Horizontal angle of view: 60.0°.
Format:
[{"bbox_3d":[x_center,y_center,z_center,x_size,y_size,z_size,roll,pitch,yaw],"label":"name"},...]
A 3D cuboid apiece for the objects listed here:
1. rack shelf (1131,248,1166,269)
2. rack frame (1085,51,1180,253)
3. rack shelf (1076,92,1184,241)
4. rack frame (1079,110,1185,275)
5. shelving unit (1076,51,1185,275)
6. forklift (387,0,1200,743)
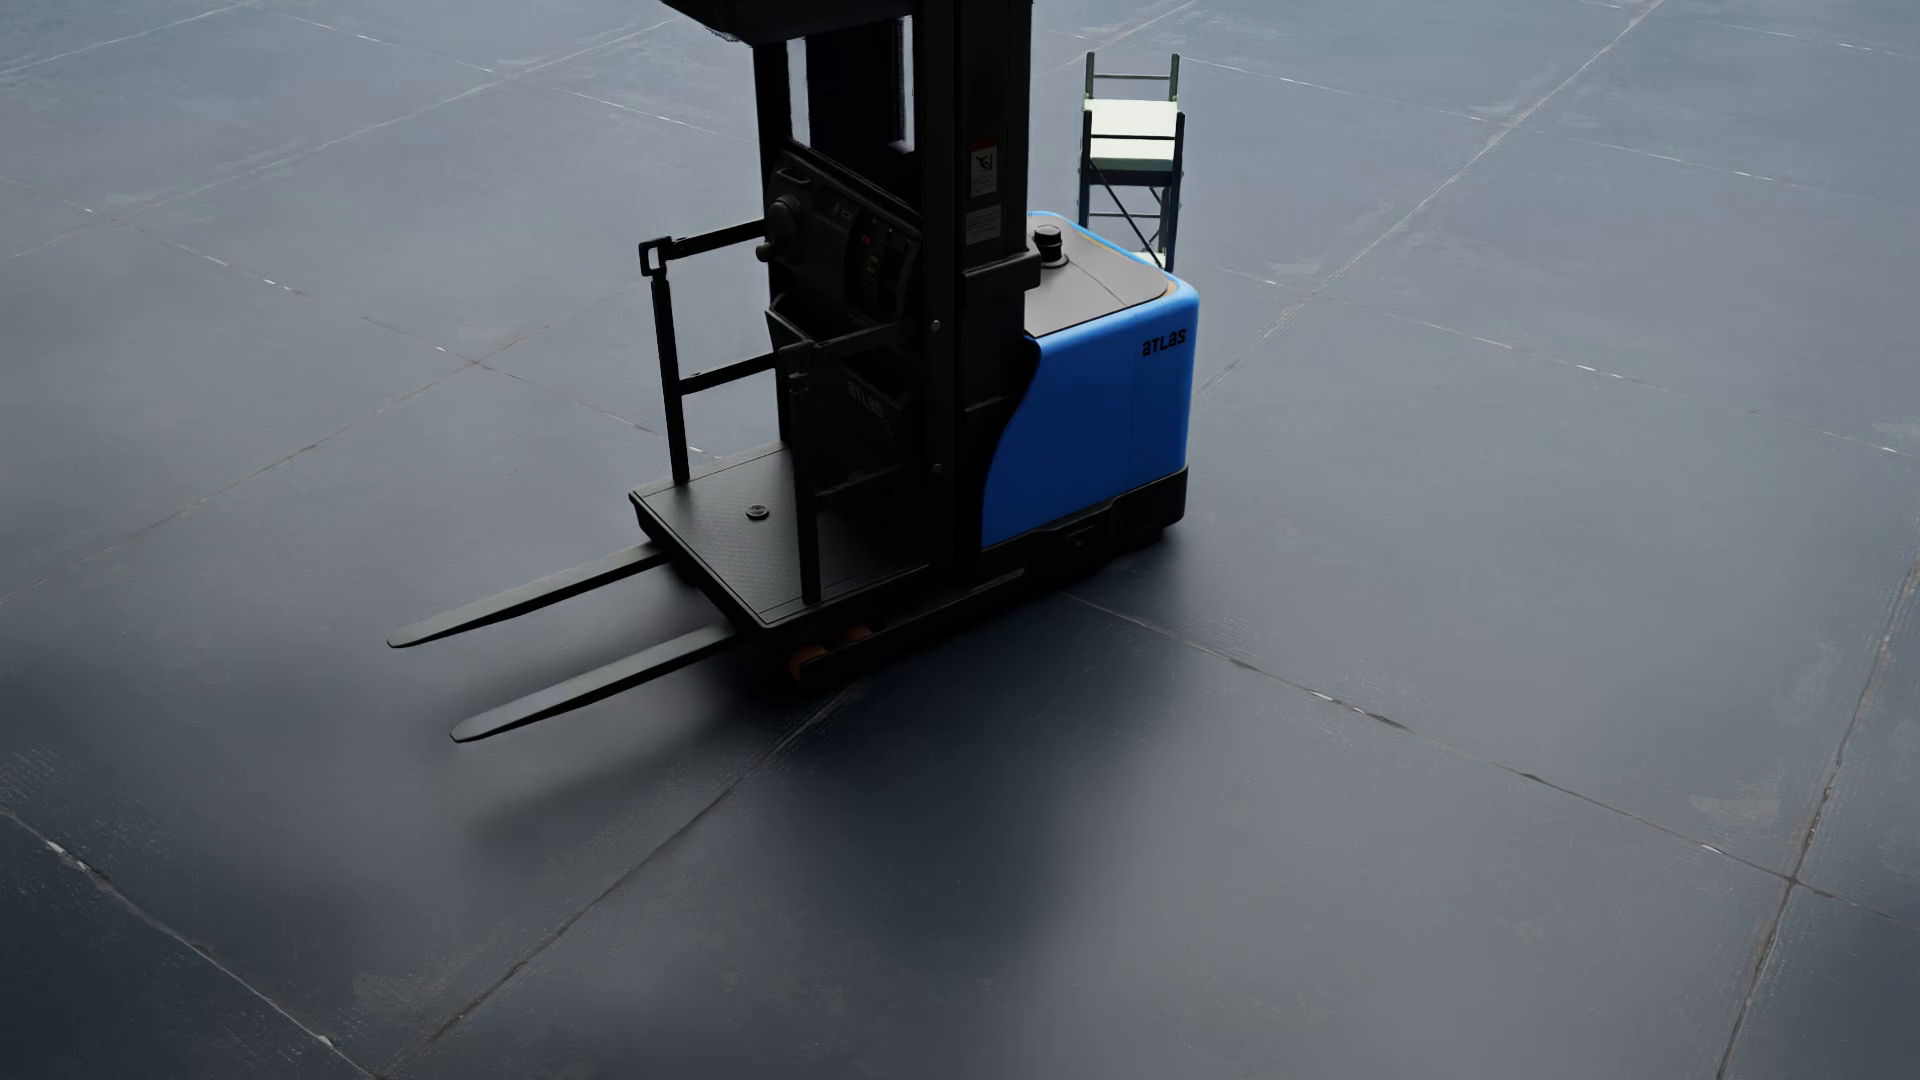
[{"bbox_3d":[0.719,-1.006,7.481,0.431,0.370,0.720,3,34,4],"label":"rack shelf"},{"bbox_3d":[0.748,-1.481,7.601,0.400,1.500,0.023,3,34,4],"label":"rack frame"},{"bbox_3d":[0.719,-1.600,7.080,0.431,0.370,0.720,3,34,4],"label":"rack shelf"},{"bbox_3d":[0.690,-1.072,6.996,0.400,1.500,0.023,3,34,4],"label":"rack frame"},{"bbox_3d":[0.719,-1.276,7.298,0.431,1.500,0.755,3,34,4],"label":"shelving unit"},{"bbox_3d":[-0.583,-1.013,5.631,3.031,2.935,1.130,-21,40,-28],"label":"forklift"}]
